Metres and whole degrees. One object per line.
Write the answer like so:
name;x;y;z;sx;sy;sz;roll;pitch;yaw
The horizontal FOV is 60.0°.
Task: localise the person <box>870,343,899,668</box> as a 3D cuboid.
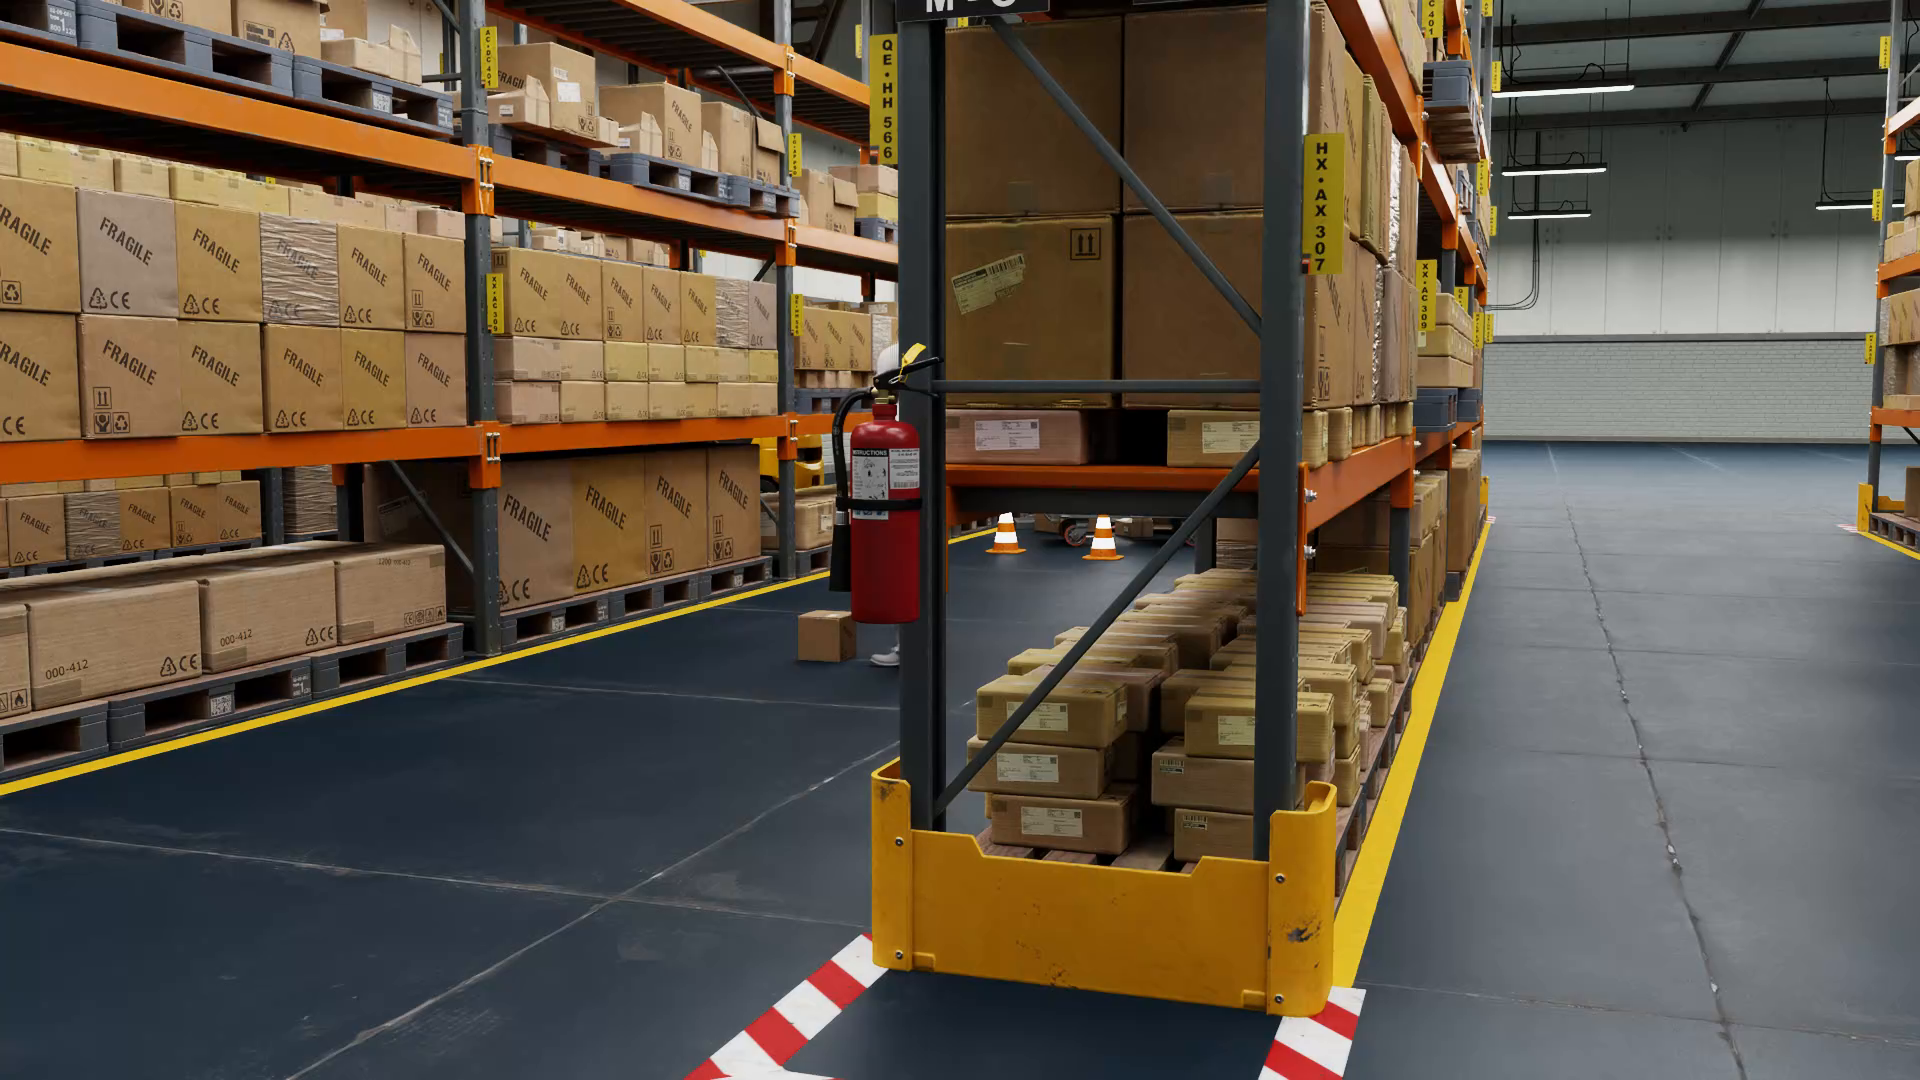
person;-0.291;-0.192;9.070;0.384;1.751;0.573;2;5;20
